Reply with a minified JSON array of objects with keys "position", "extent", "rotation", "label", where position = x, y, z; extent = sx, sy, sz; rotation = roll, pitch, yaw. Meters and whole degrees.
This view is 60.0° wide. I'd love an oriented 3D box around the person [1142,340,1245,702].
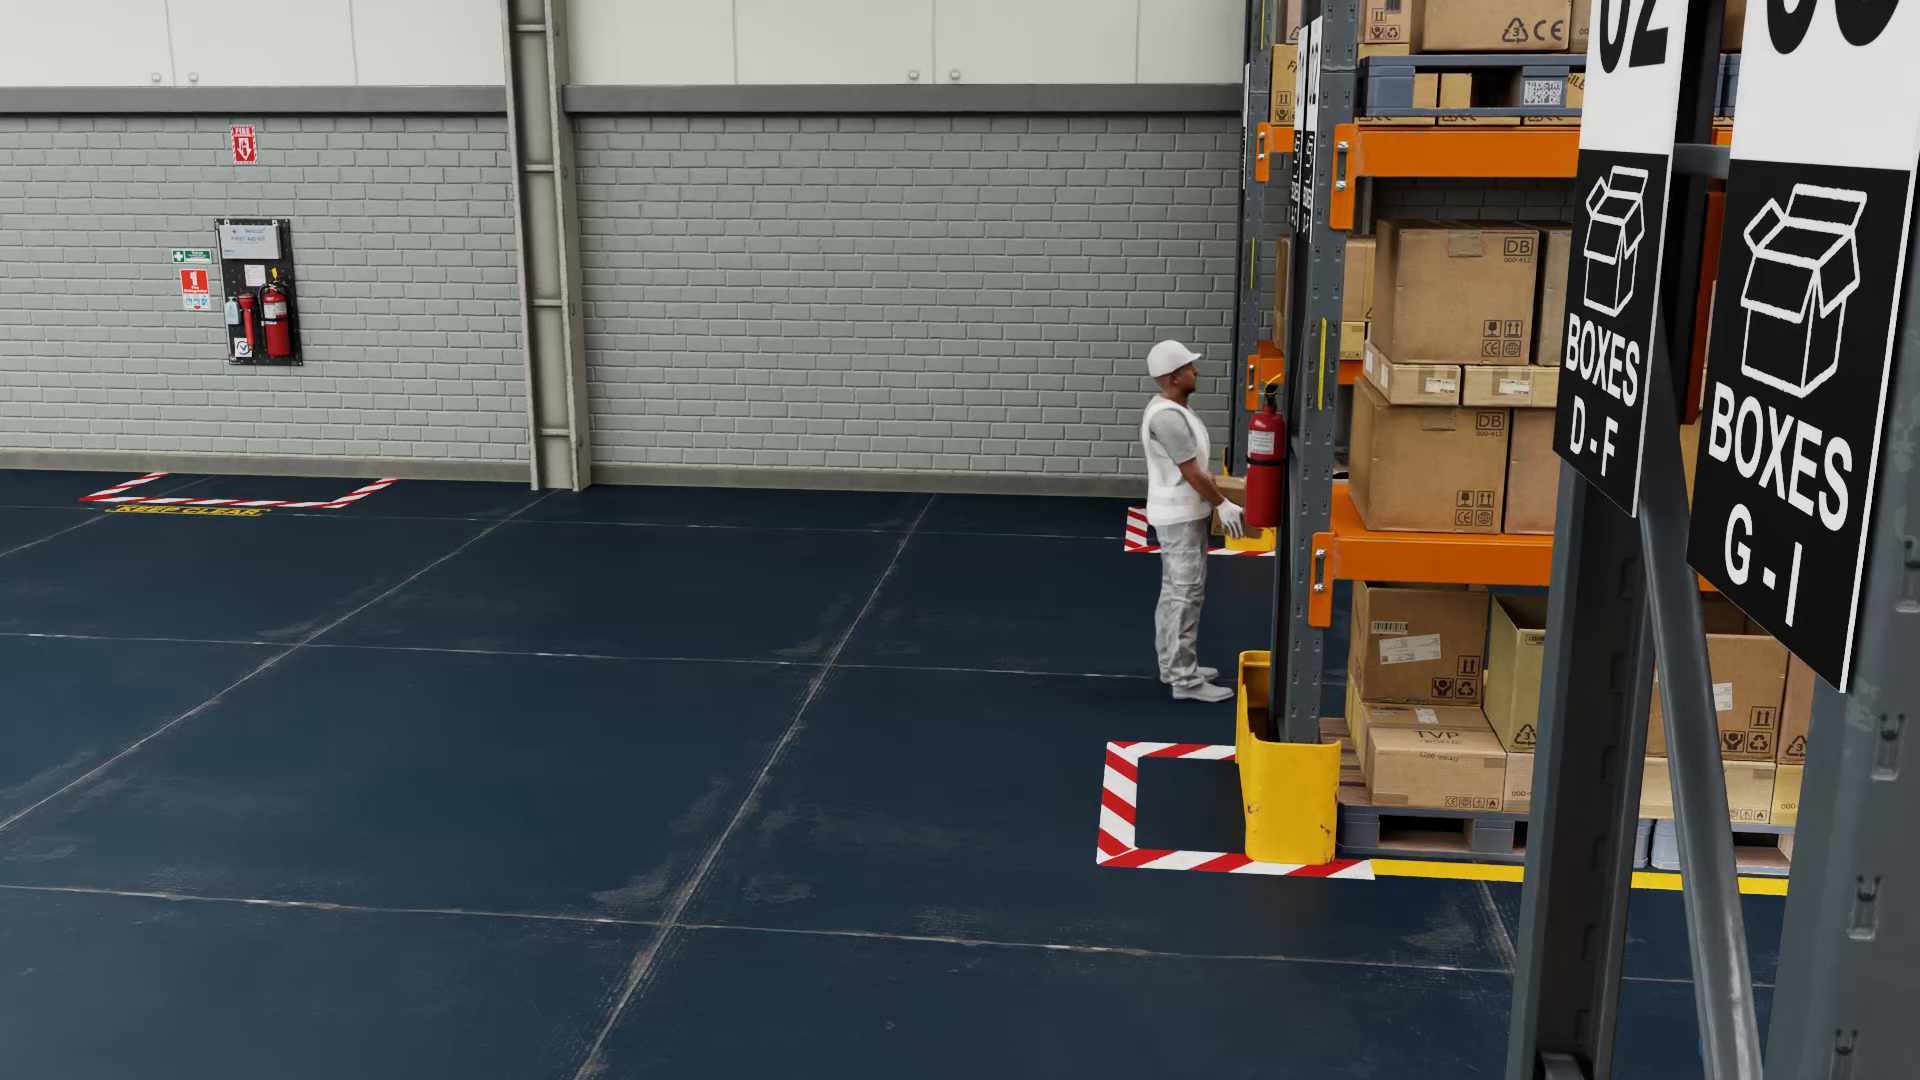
[{"position":[1.182,-0.109,8.385],"extent":[0.550,1.788,0.531],"rotation":[2,14,6],"label":"person"}]
